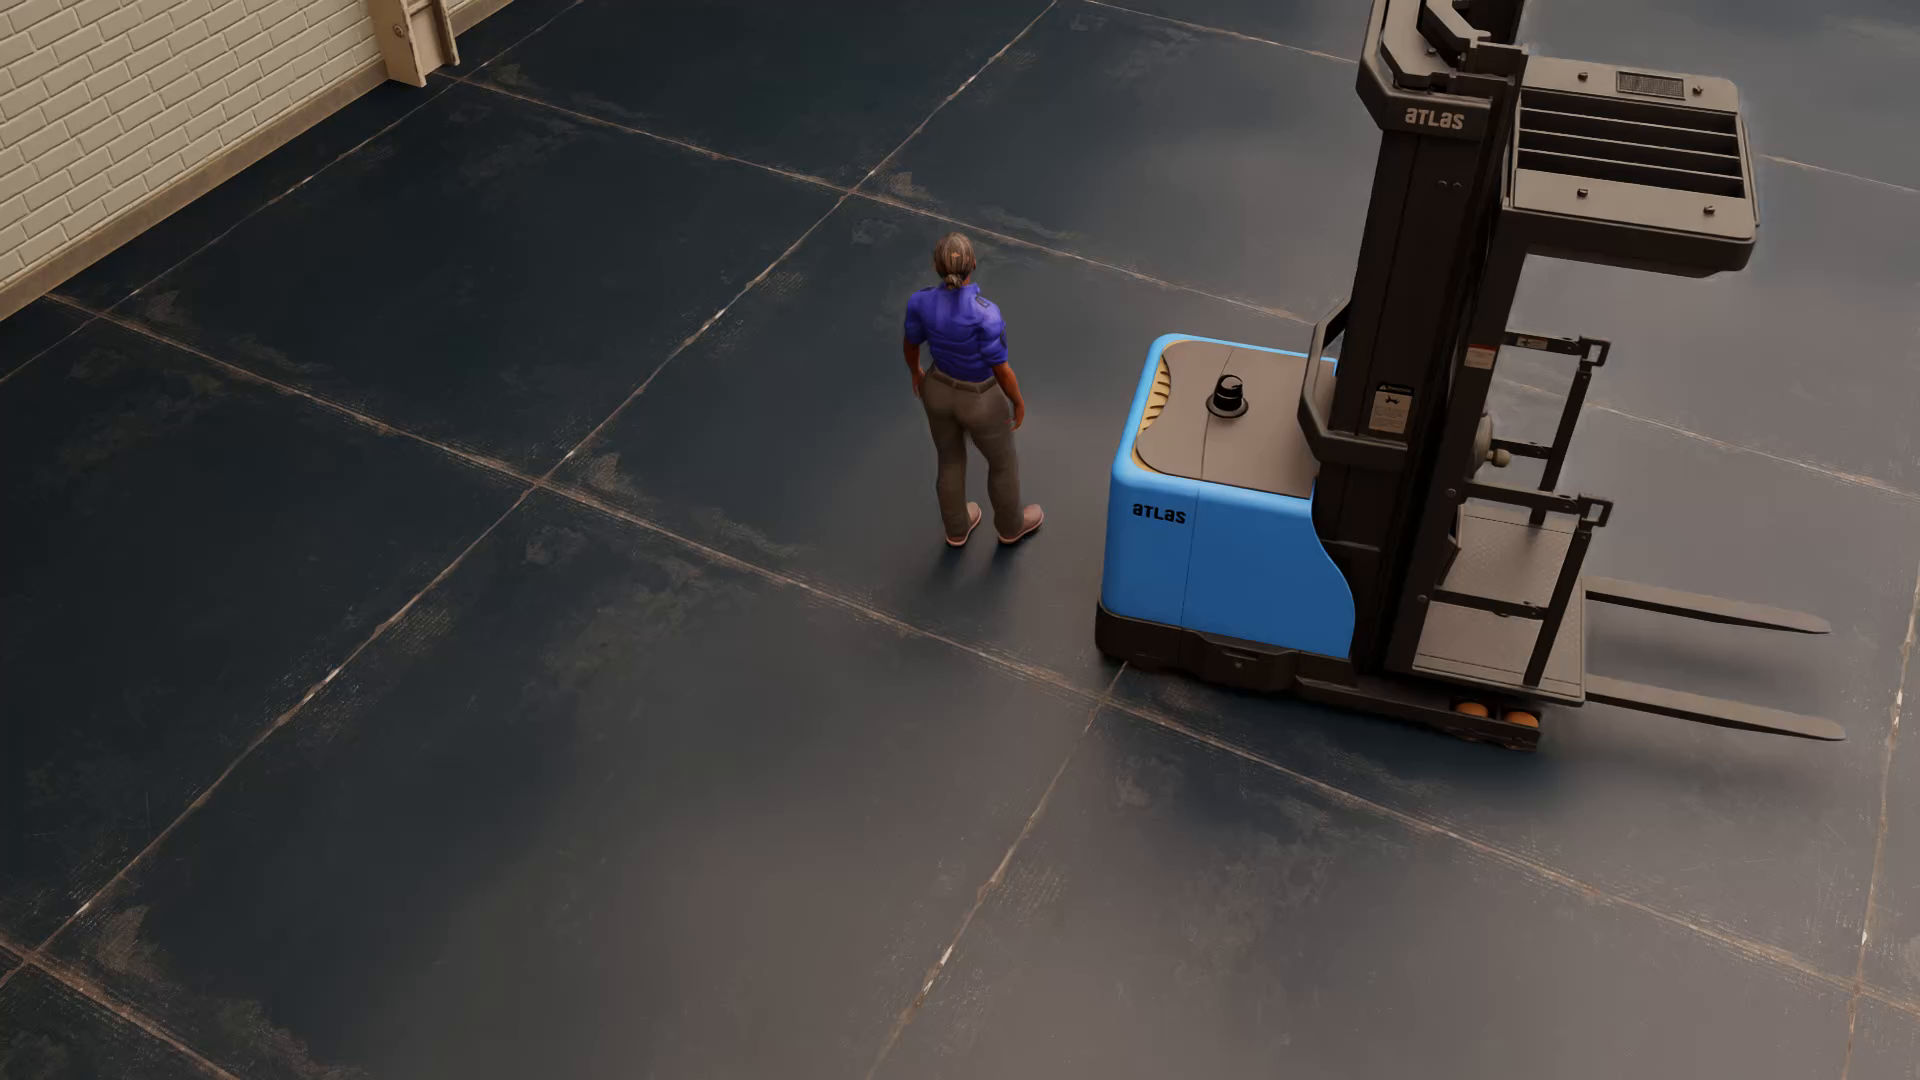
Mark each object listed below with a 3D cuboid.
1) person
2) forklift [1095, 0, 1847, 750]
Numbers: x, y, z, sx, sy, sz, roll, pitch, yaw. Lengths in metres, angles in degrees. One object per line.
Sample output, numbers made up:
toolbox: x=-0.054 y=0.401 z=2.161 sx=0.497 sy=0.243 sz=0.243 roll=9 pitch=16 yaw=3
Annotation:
person: x=0.055 y=-0.667 z=7.291 sx=0.579 sy=1.658 sz=0.475 roll=19 pitch=46 yaw=19
forklift: x=2.161 y=-0.607 z=6.298 sx=3.031 sy=2.935 sz=1.130 roll=11 pitch=44 yaw=11
